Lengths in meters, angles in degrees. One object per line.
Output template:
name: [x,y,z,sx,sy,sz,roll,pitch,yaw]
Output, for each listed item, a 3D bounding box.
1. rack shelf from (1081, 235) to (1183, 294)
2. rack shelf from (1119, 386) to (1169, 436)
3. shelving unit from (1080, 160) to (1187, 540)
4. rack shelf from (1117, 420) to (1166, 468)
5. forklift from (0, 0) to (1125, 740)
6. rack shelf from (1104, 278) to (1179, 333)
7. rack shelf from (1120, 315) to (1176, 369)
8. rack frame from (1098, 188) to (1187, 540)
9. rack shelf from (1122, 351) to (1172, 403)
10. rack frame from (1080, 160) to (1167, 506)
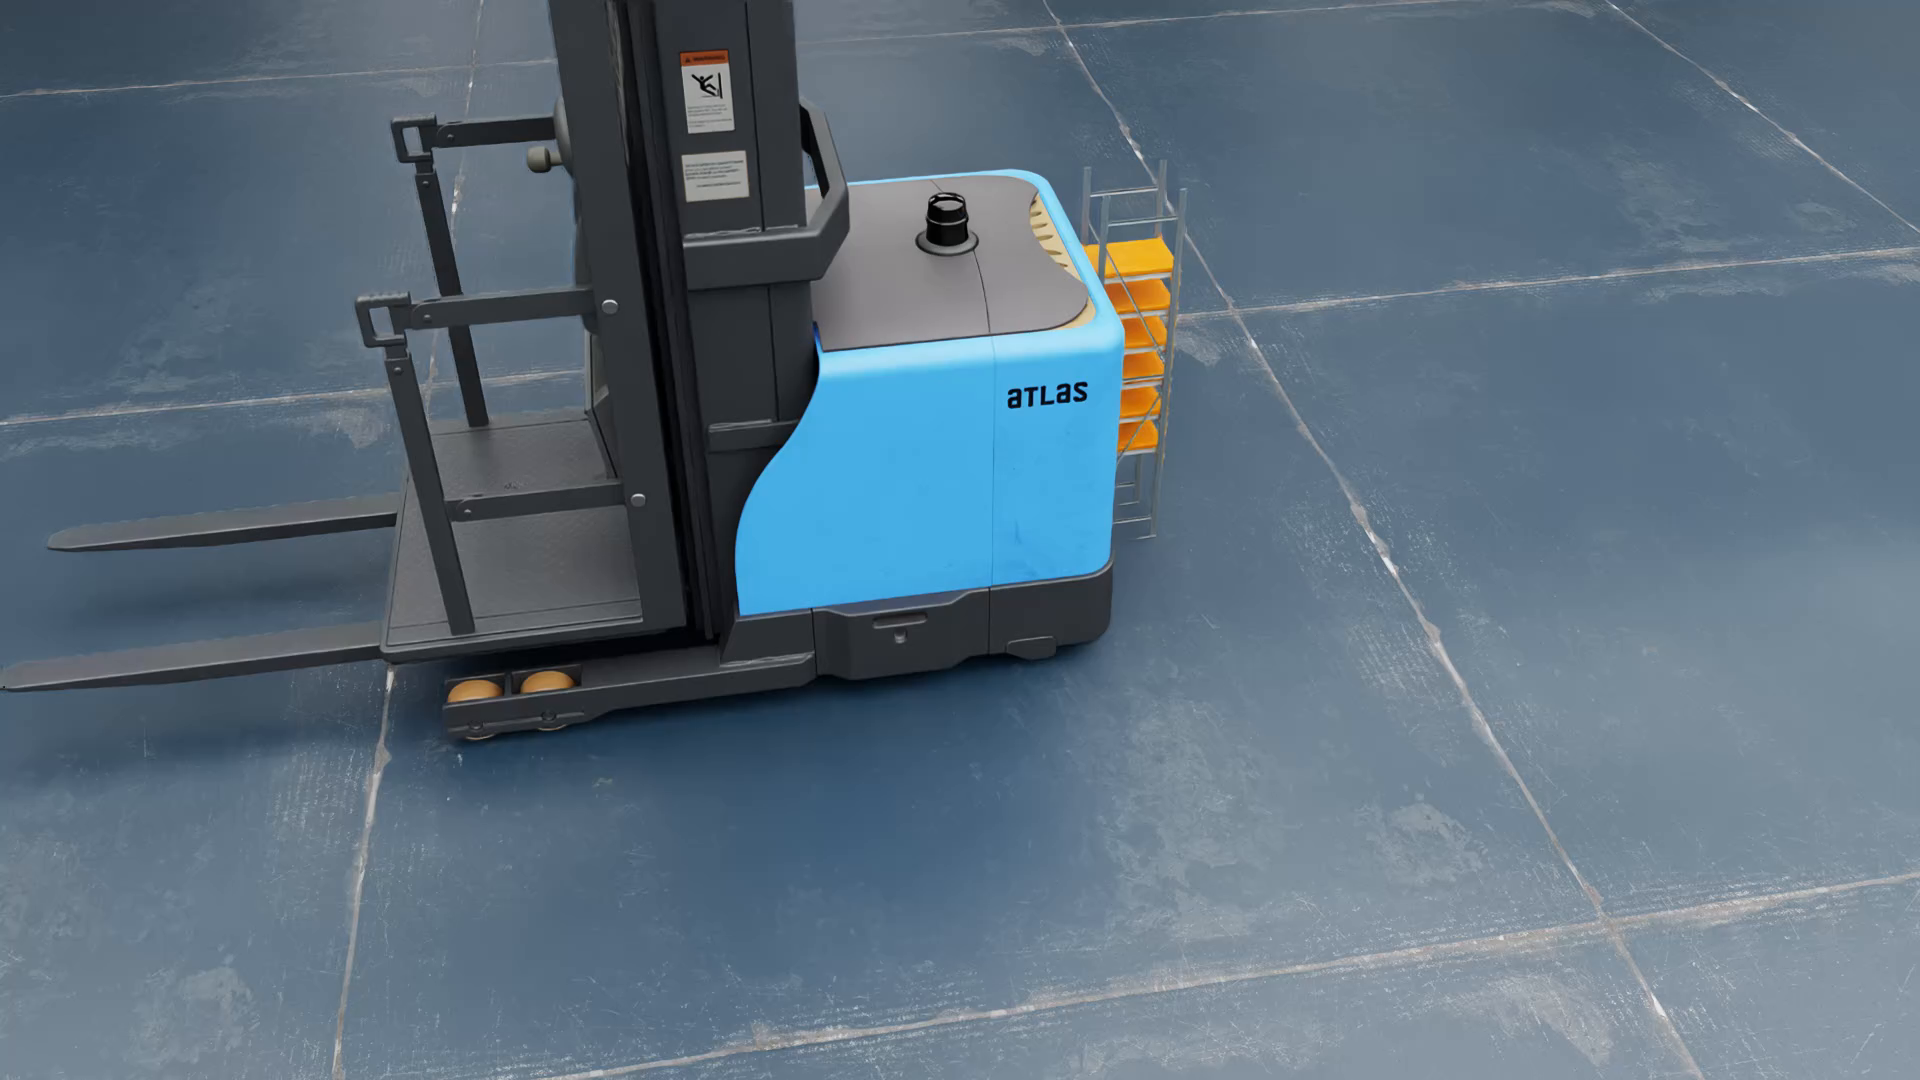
rack shelf: [0.482,-0.772,4.751,0.258,0.103,0.180,-7,38,-9]
rack shelf: [0.482,-0.393,5.045,0.258,0.103,0.180,-7,38,-9]
shelving unit: [0.482,-0.522,4.944,0.258,1.200,0.189,-7,38,-9]
rack shelf: [0.482,-0.298,5.119,0.258,0.103,0.180,-7,38,-9]
forklift: [-1.132,-0.964,4.102,3.031,2.935,1.130,-7,38,-8]
rack shelf: [0.482,-0.677,4.824,0.258,0.103,0.180,-7,38,-9]
rack shelf: [0.482,-0.582,4.898,0.258,0.103,0.180,-7,38,-9]
rack frame: [0.501,-0.467,4.874,0.240,1.200,0.006,-7,38,-9]
rack shelf: [0.482,-0.487,4.972,0.258,0.103,0.180,-7,38,-9]
rack frame: [0.463,-0.577,5.015,0.240,1.200,0.006,-7,38,-9]
